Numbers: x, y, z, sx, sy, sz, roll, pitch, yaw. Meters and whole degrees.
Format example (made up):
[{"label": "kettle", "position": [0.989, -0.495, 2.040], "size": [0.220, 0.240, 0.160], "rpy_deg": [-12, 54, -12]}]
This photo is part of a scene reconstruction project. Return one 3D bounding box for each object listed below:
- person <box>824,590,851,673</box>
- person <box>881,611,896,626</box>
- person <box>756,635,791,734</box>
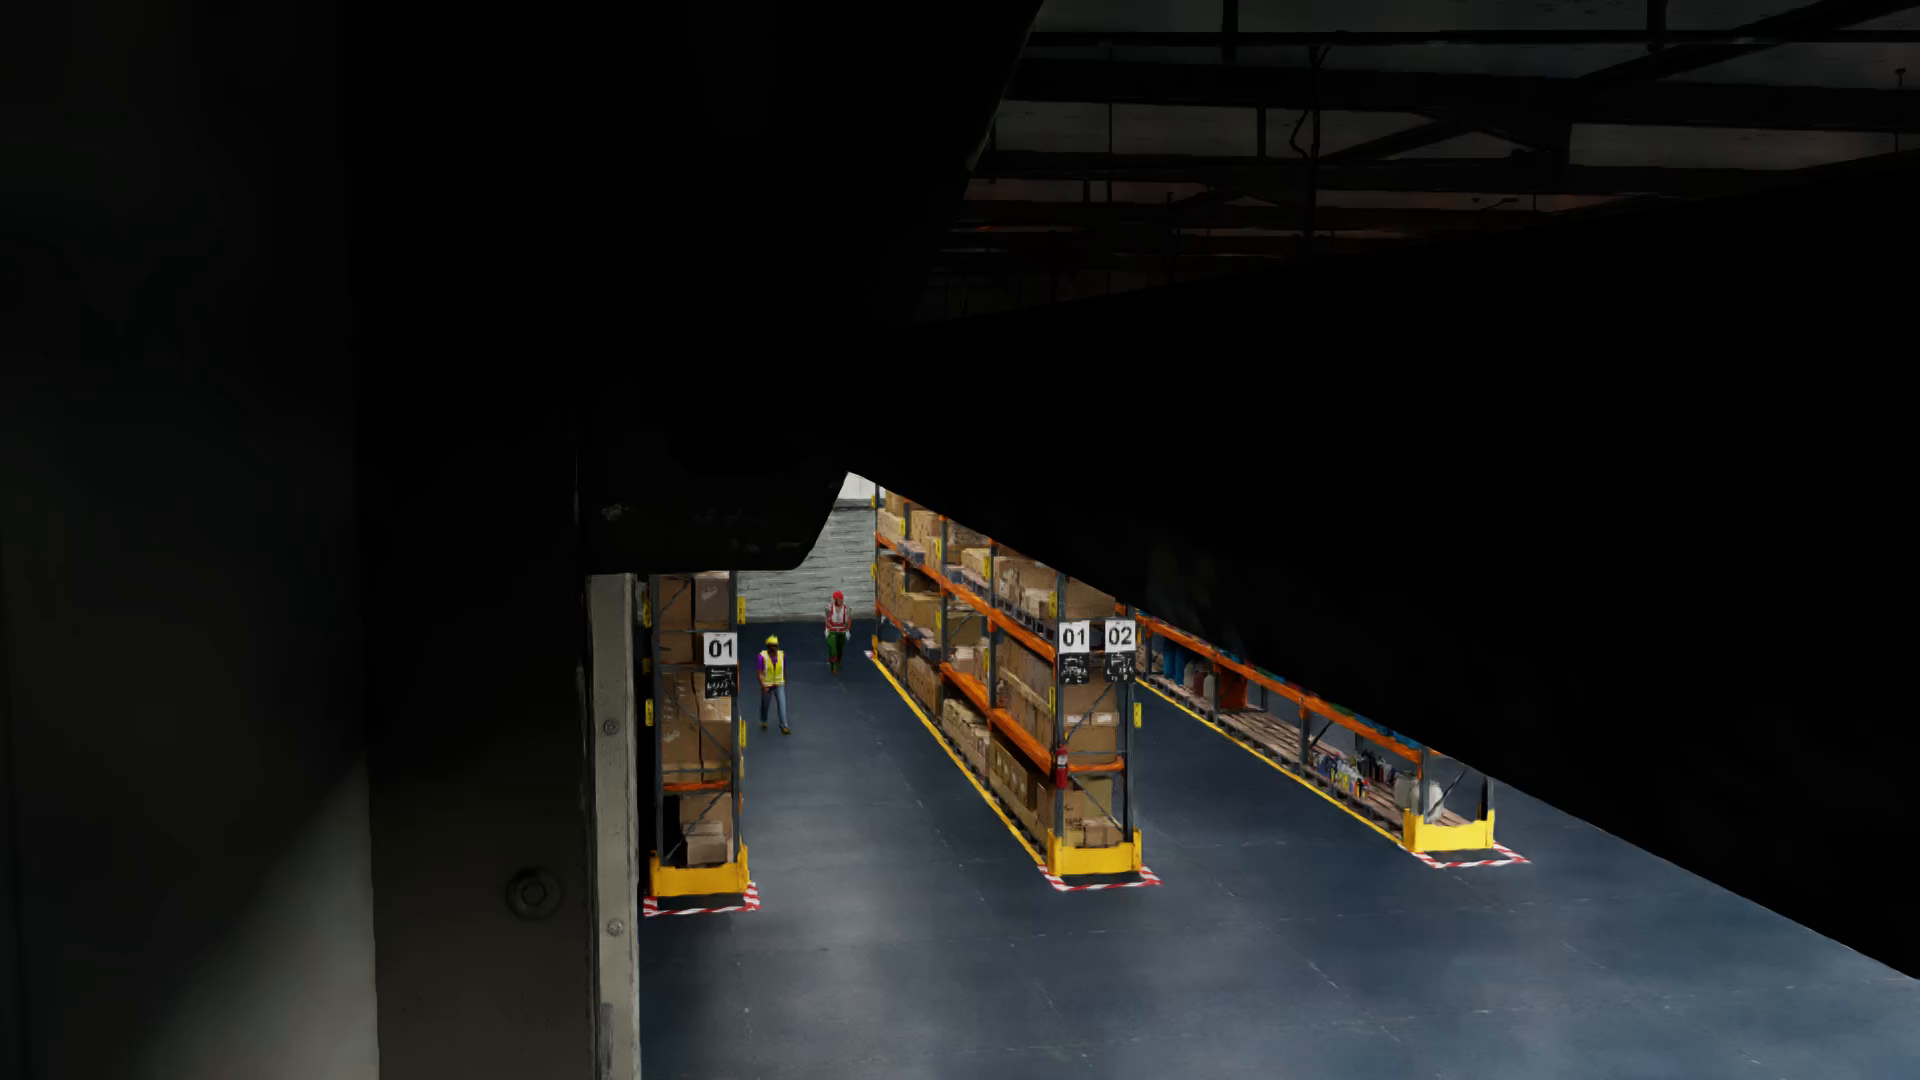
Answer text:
[{"label": "person", "position": [-2.542, 1.893, 34.778], "size": [0.551, 1.707, 1.108], "rpy_deg": [-1, 6, -11]}, {"label": "person", "position": [-1.721, 1.240, 41.086], "size": [0.573, 1.772, 0.597], "rpy_deg": [6, 8, 43]}, {"label": "person", "position": [-3.273, 2.501, 28.967], "size": [0.569, 1.708, 1.033], "rpy_deg": [-2, 6, -19]}]
